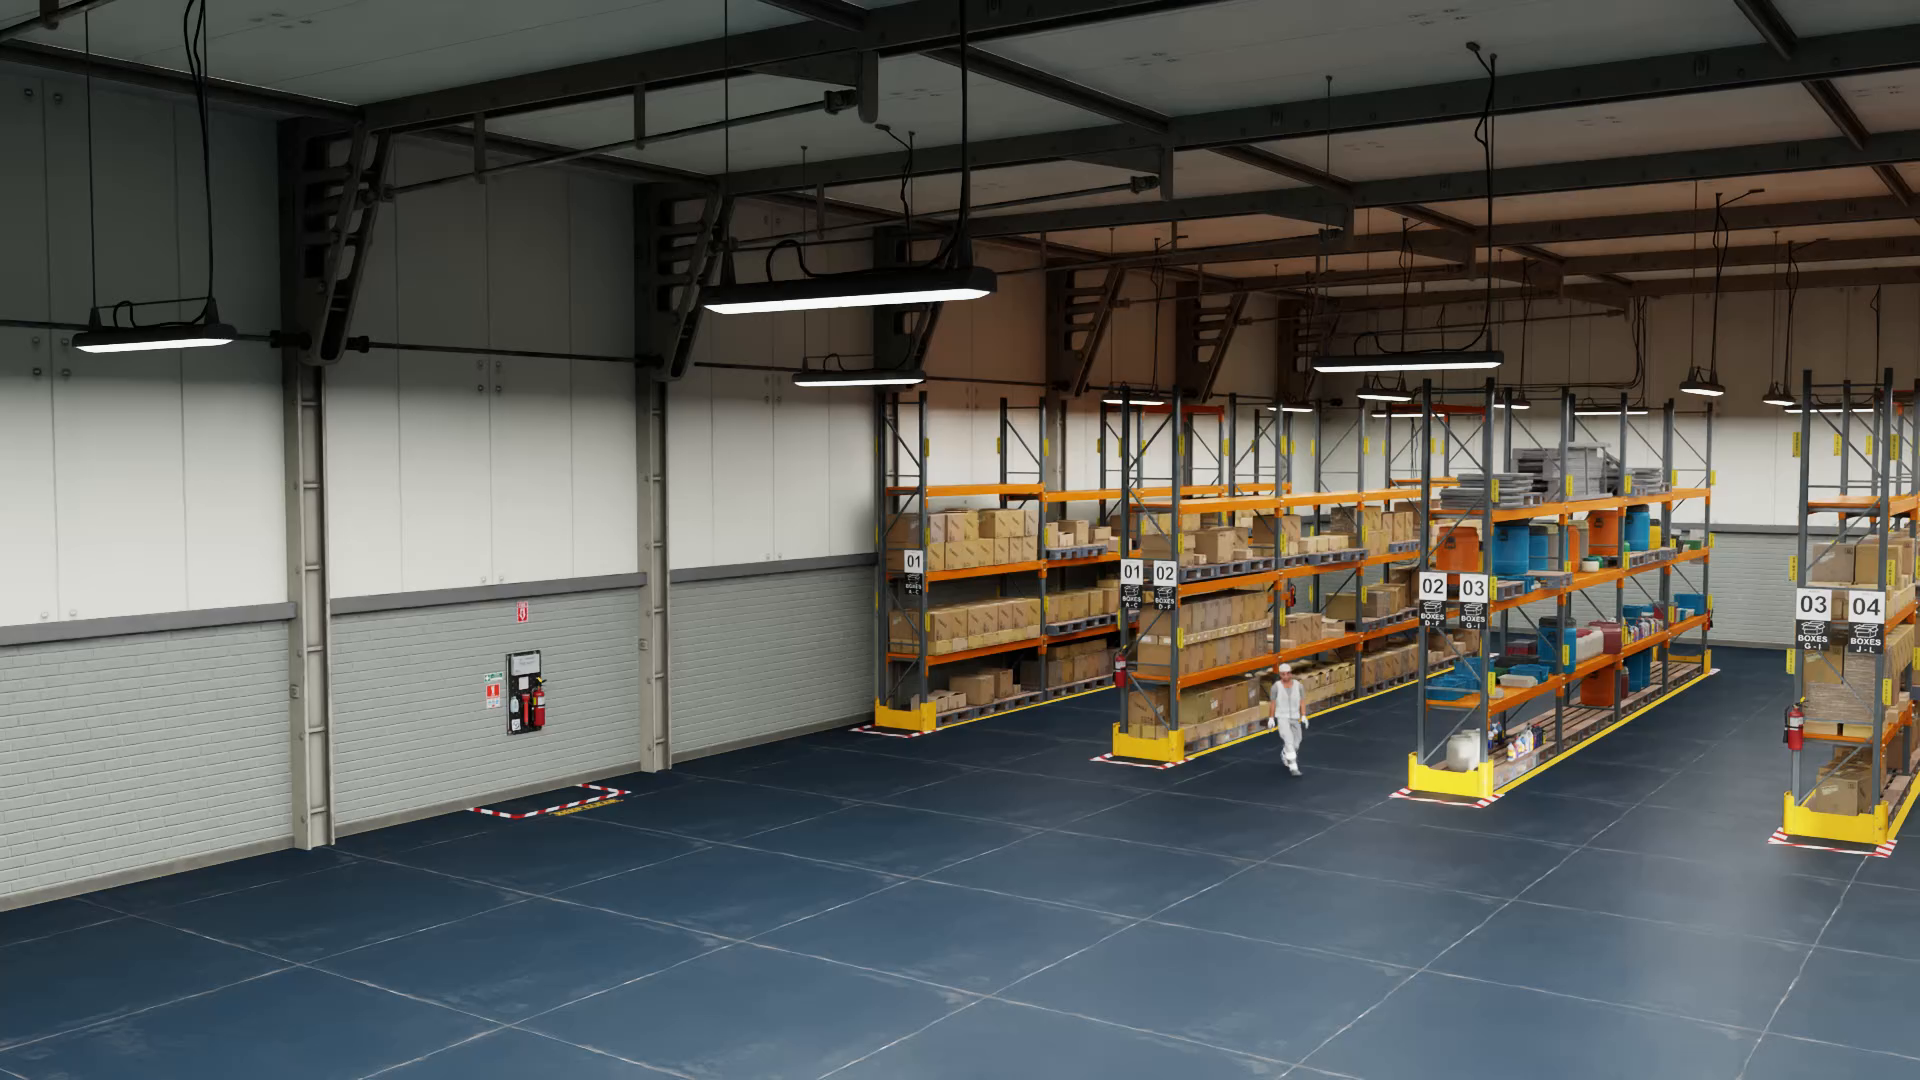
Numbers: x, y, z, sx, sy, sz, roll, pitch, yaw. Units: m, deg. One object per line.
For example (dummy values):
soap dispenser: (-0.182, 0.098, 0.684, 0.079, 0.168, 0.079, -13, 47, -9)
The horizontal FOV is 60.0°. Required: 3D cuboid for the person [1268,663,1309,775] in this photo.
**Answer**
person: (5.061, 2.738, 25.633, 0.553, 1.684, 1.026, 0, 3, -5)
